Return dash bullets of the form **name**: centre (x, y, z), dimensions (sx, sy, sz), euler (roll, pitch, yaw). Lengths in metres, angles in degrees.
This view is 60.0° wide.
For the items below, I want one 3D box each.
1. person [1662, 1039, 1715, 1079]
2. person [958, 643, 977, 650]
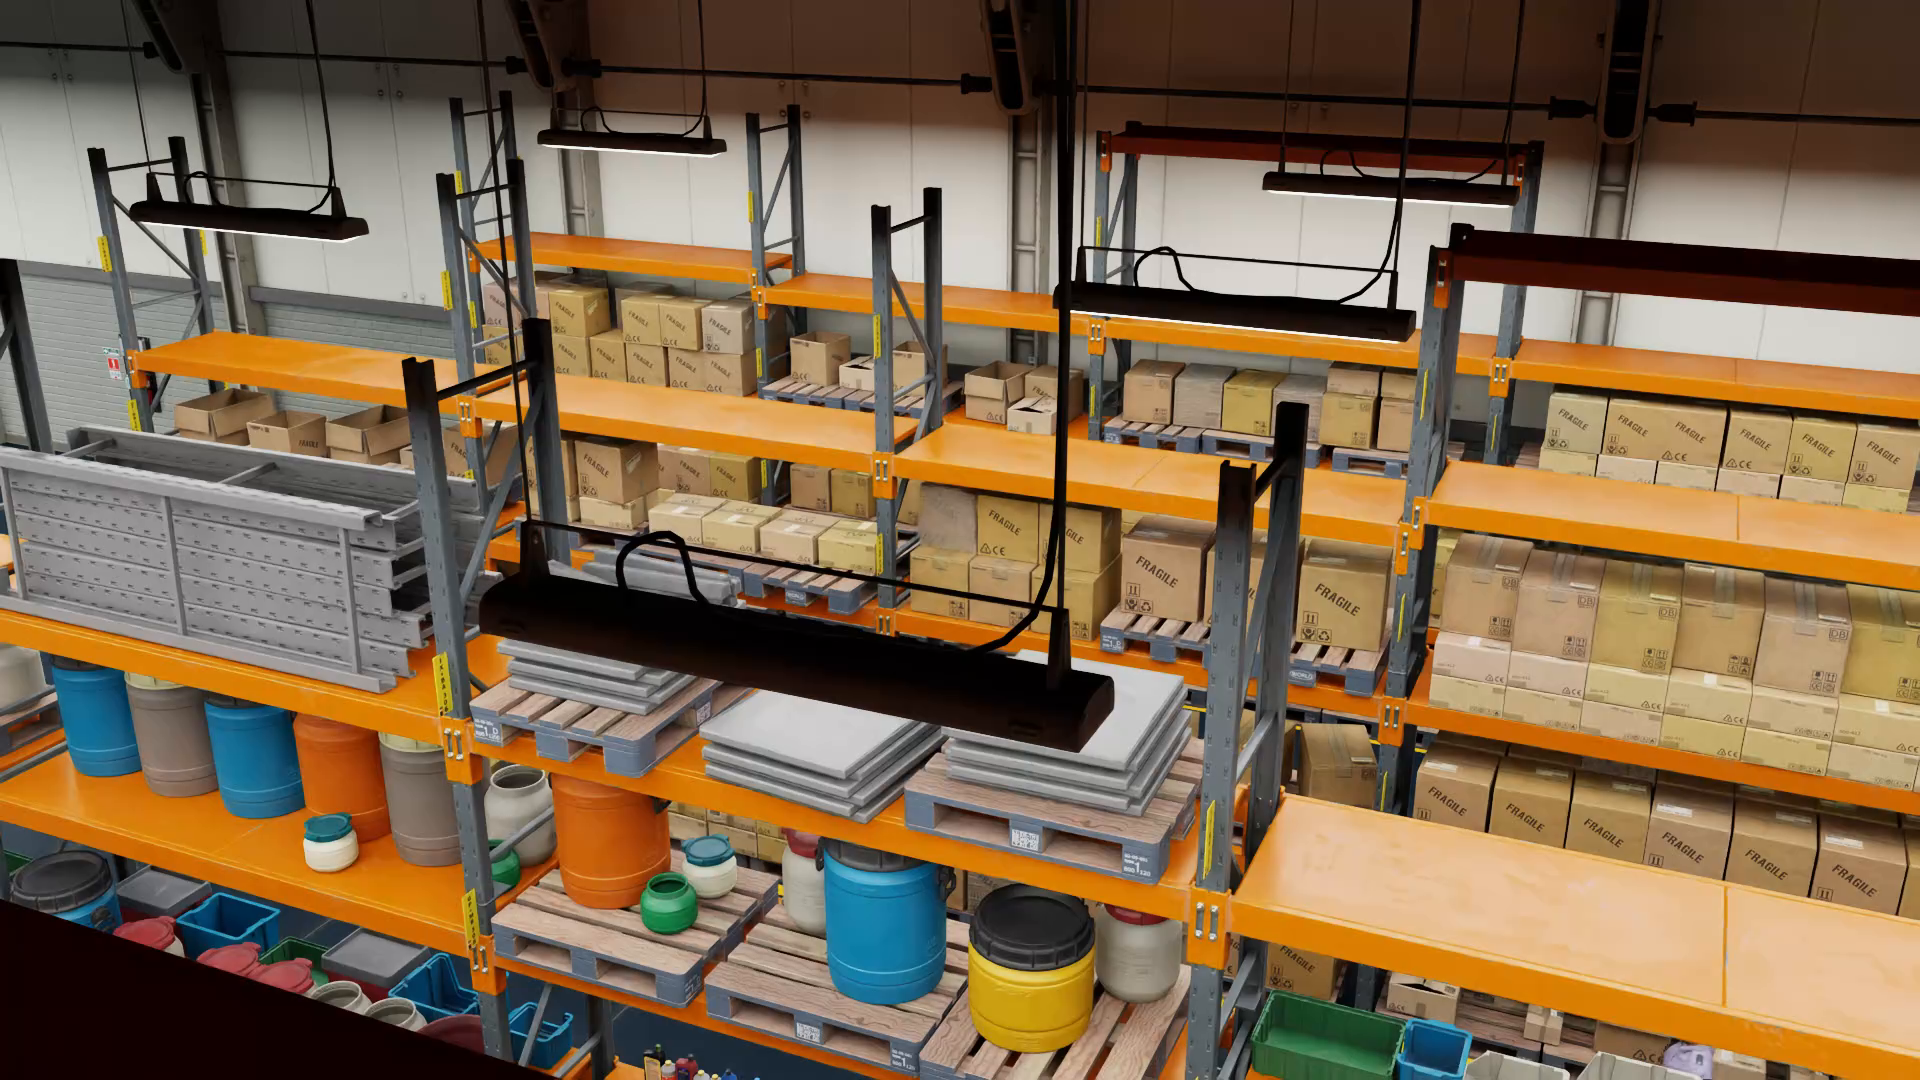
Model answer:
- **person**: centre (4.643, 3.664, 10.608), dimensions (1.043, 1.586, 0.504), euler (8, 22, 22)
- **person**: centre (0.067, 1.589, 16.063), dimensions (0.729, 1.821, 0.682), euler (6, 21, 16)
